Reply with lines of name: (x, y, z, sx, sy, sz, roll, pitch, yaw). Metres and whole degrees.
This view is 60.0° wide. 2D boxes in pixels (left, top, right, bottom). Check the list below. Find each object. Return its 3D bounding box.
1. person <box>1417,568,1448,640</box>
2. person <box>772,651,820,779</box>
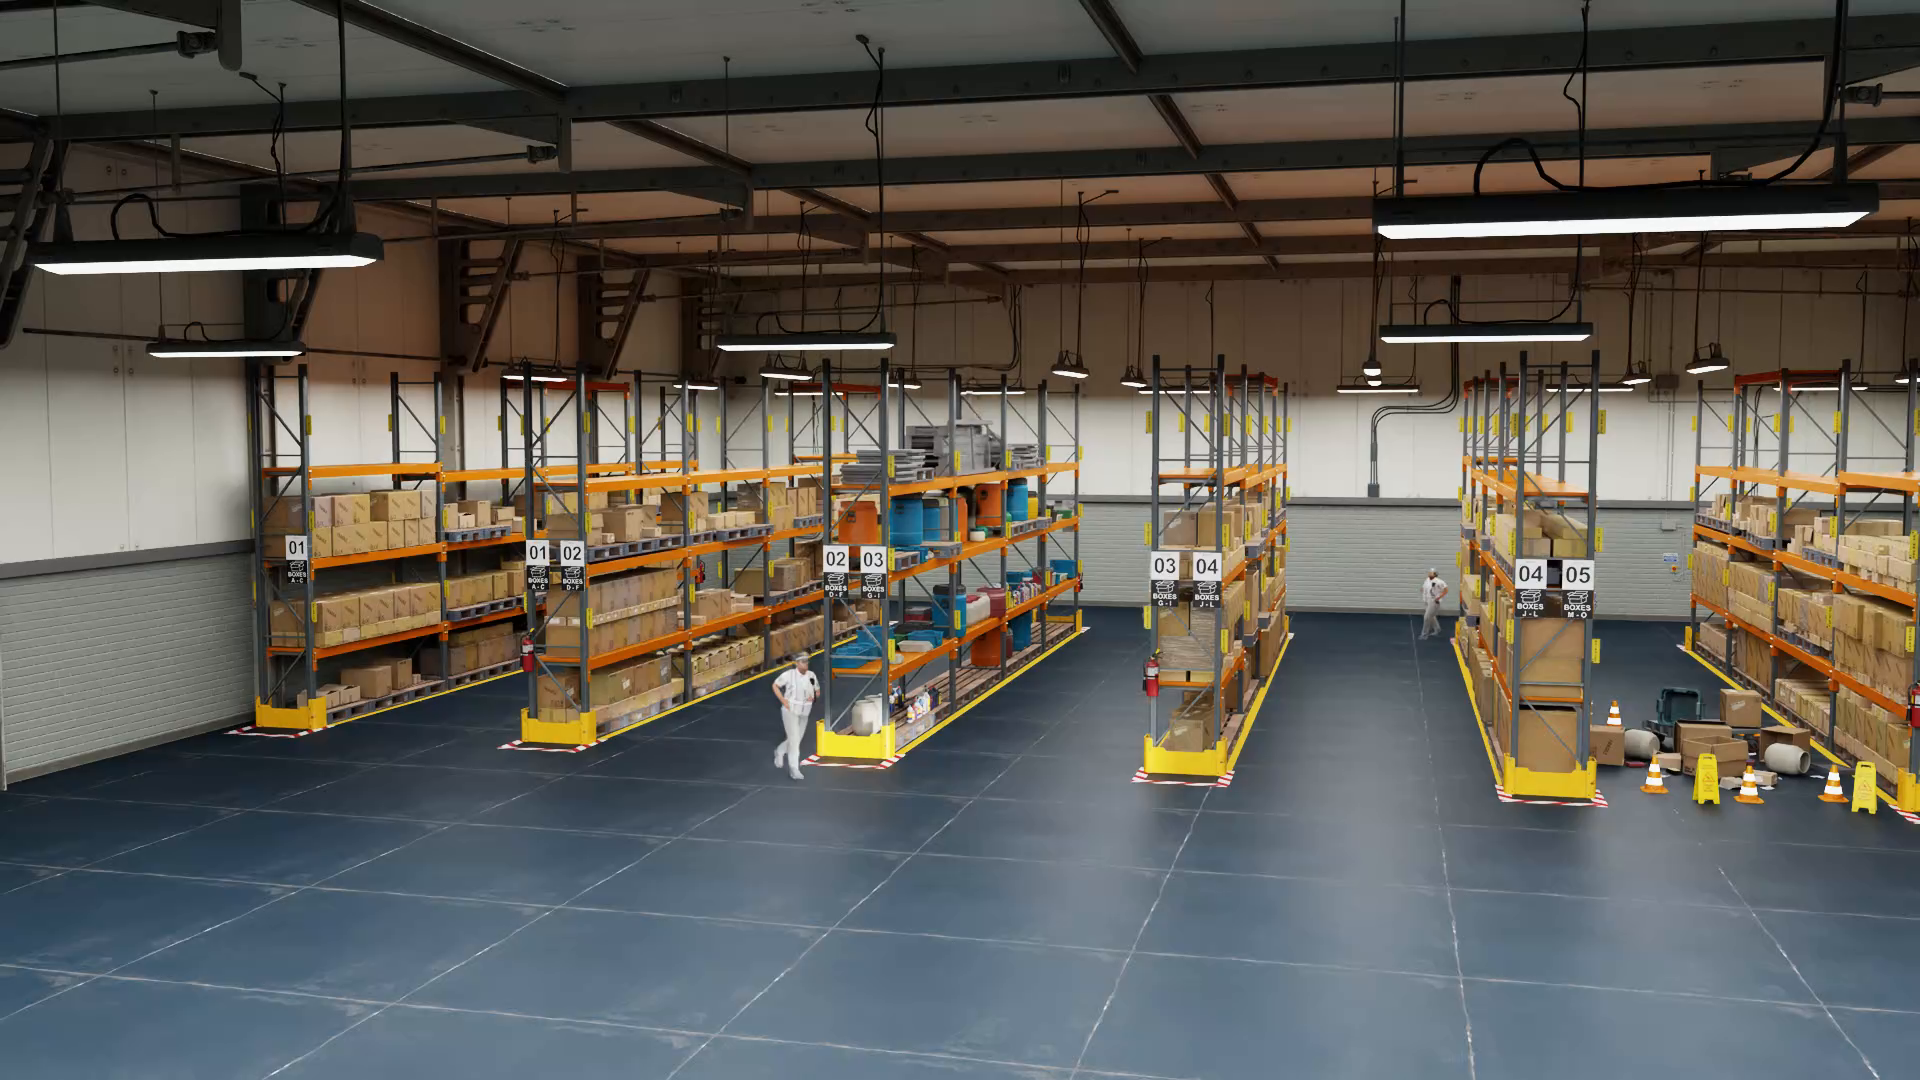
person: (11.068, 1.498, 38.899, 0.794, 1.712, 0.614, -2, 4, -23)
person: (-2.323, 2.486, 23.989, 0.696, 1.780, 0.850, -3, 5, -35)
